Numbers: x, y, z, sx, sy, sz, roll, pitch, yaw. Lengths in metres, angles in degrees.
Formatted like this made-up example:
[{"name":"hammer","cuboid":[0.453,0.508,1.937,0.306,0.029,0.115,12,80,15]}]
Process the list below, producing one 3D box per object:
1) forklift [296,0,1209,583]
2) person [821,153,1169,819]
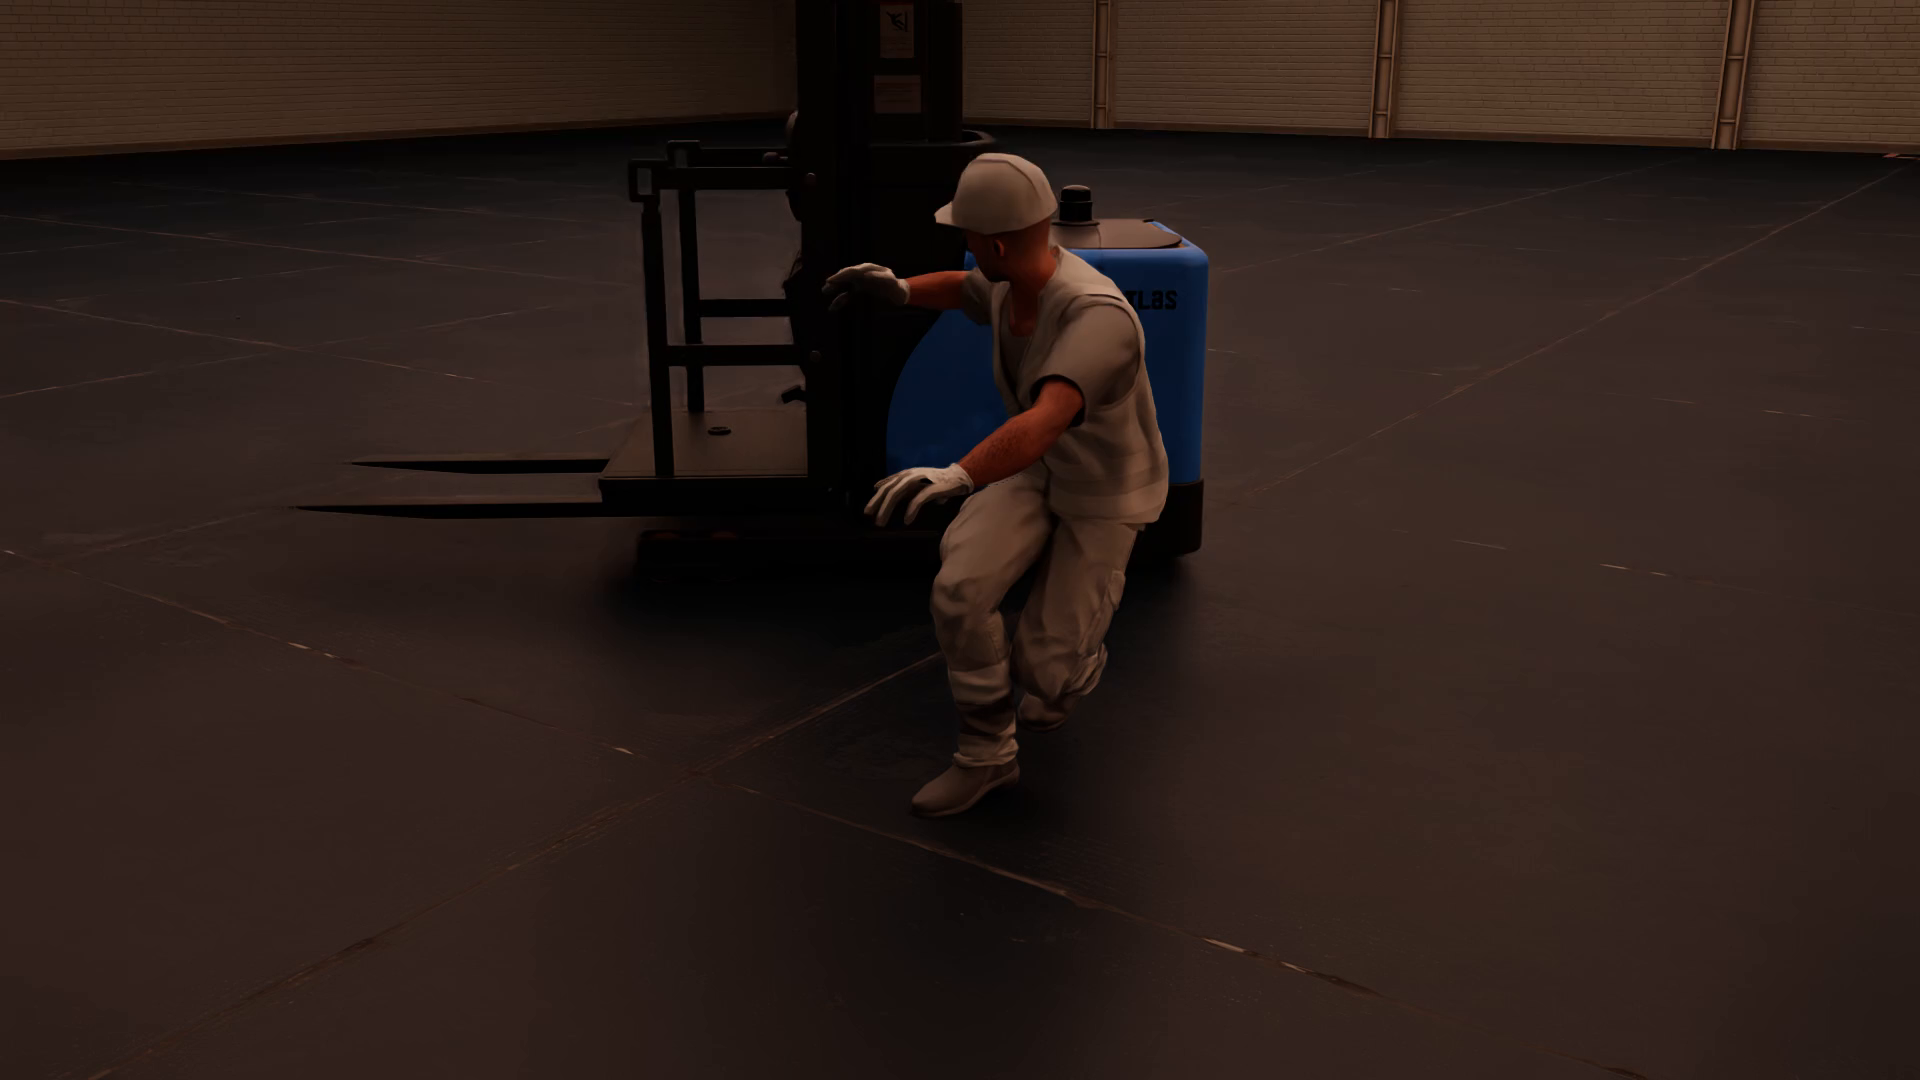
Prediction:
[{"name":"forklift","cuboid":[-0.718,-1.417,5.572,3.031,2.935,1.130,-1,17,-3]},{"name":"person","cuboid":[-0.005,-0.104,3.718,0.812,1.489,1.092,13,21,37]}]
